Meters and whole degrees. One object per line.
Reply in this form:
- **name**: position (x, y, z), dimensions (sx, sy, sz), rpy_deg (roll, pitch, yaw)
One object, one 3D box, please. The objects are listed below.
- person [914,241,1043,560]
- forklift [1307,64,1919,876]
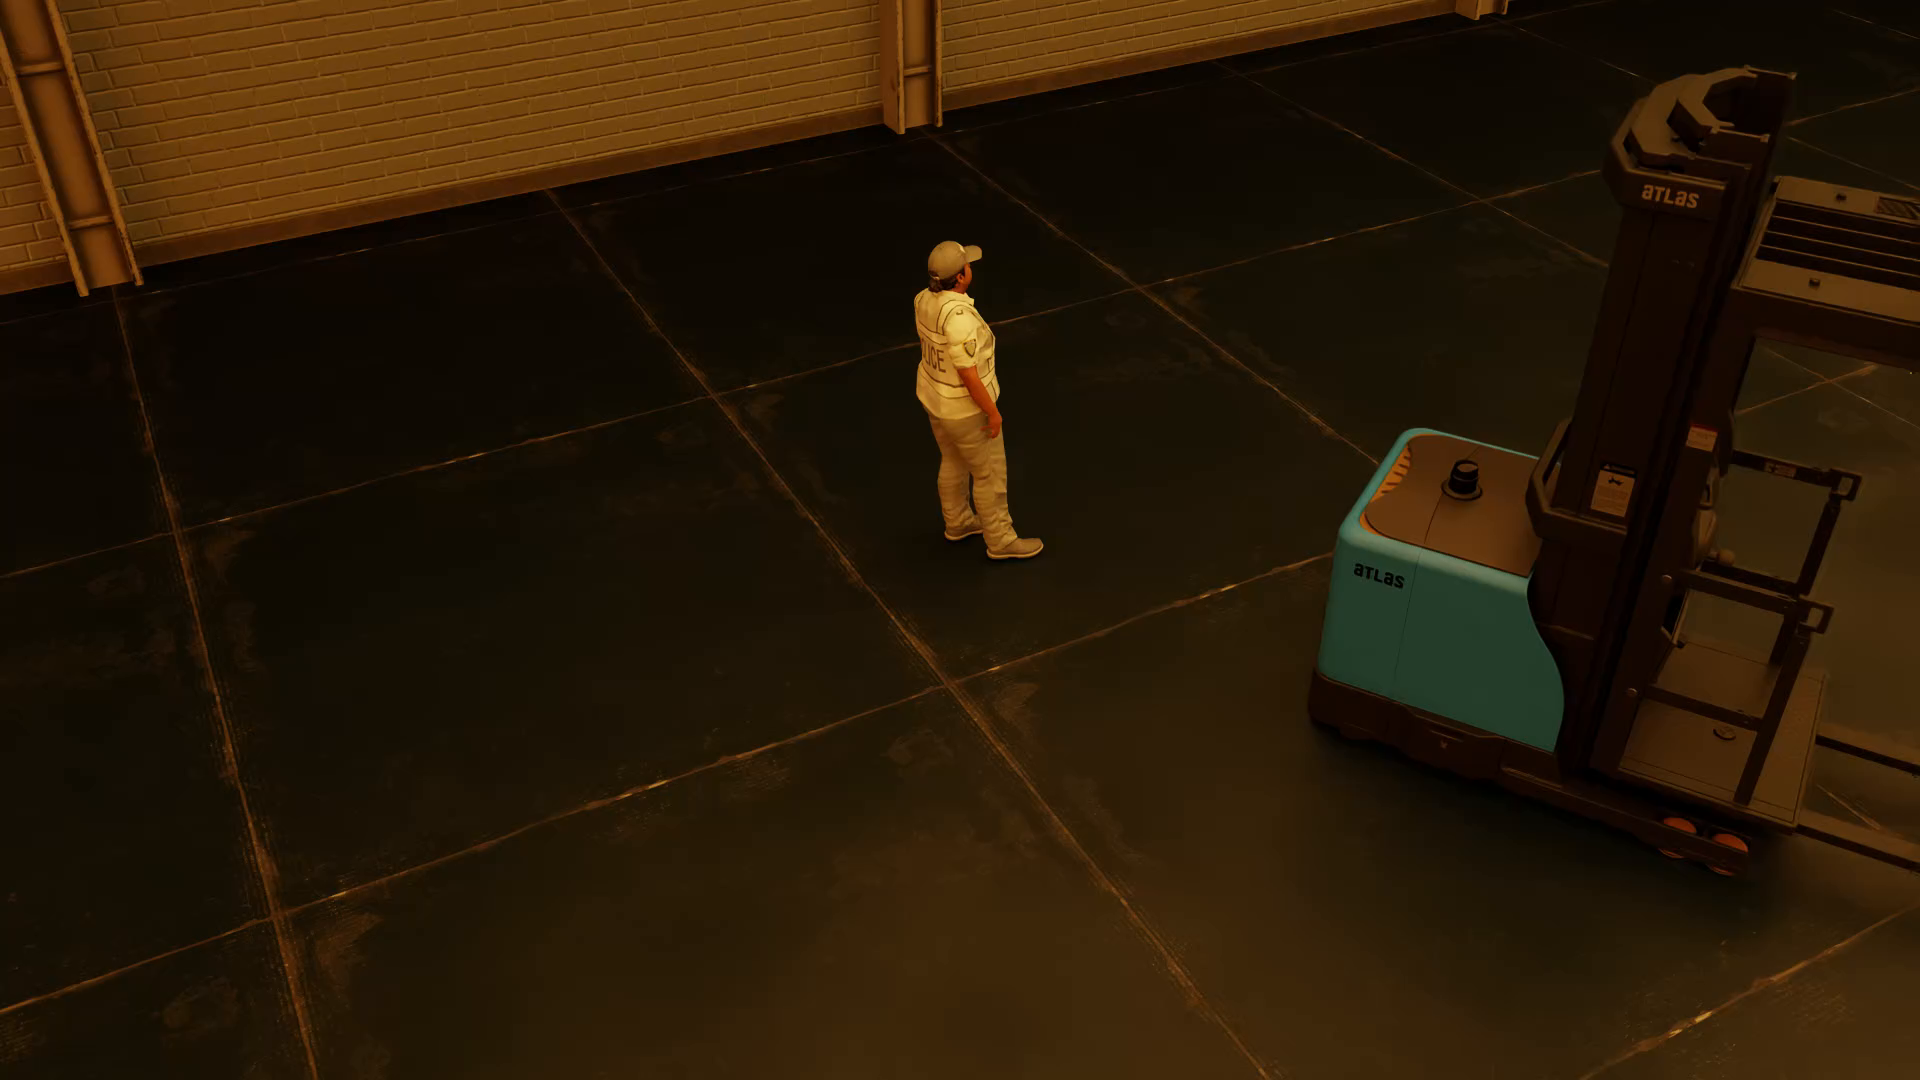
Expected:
- **person**: position (0.078, -0.696, 8.190), dimensions (0.529, 1.670, 0.599), rpy_deg (-17, 39, -23)
- **forklift**: position (3.100, -0.192, 6.395), dimensions (3.031, 2.935, 1.130), rpy_deg (18, 39, 24)
